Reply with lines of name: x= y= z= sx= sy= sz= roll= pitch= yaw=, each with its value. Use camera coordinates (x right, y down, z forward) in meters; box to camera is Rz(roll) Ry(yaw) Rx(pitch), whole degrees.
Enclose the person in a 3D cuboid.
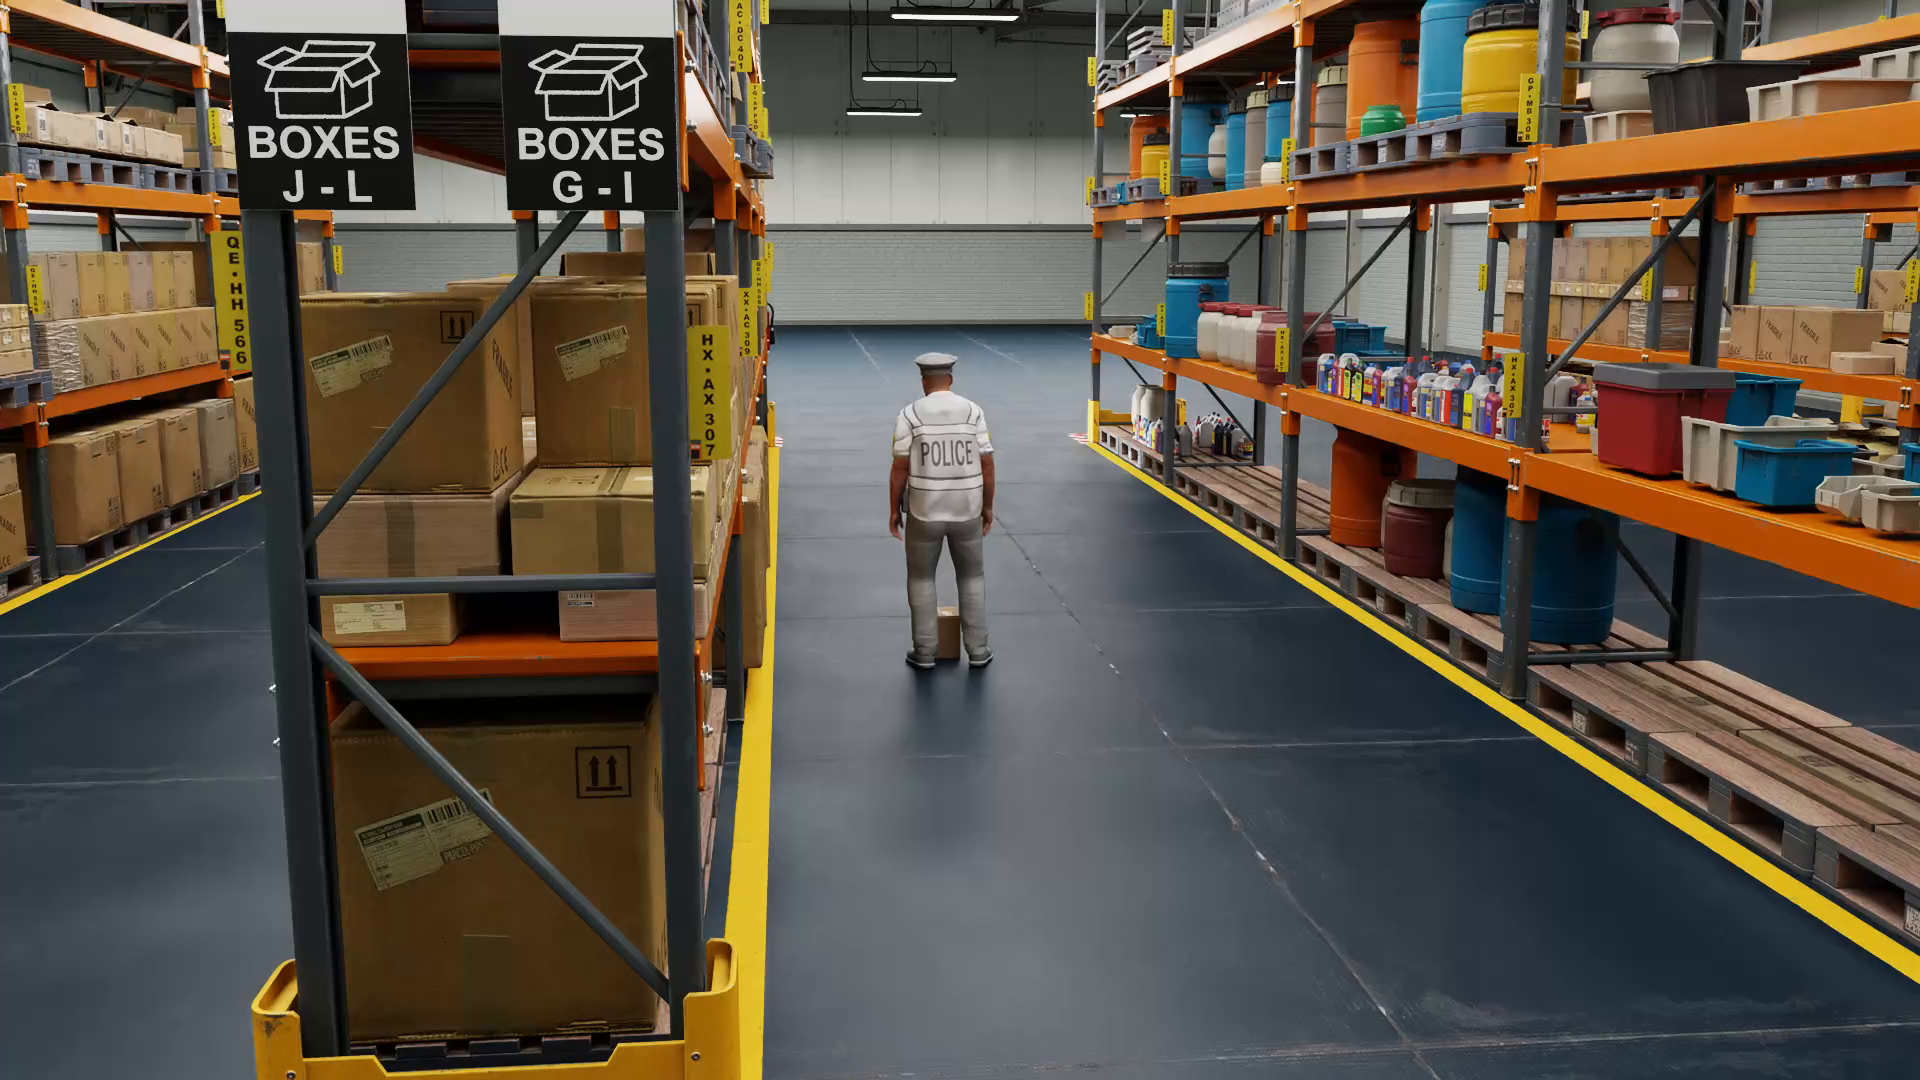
person: x=-0.091 y=-0.156 z=9.260 sx=0.606 sy=1.751 sz=0.429 roll=-2 pitch=10 yaw=-9
